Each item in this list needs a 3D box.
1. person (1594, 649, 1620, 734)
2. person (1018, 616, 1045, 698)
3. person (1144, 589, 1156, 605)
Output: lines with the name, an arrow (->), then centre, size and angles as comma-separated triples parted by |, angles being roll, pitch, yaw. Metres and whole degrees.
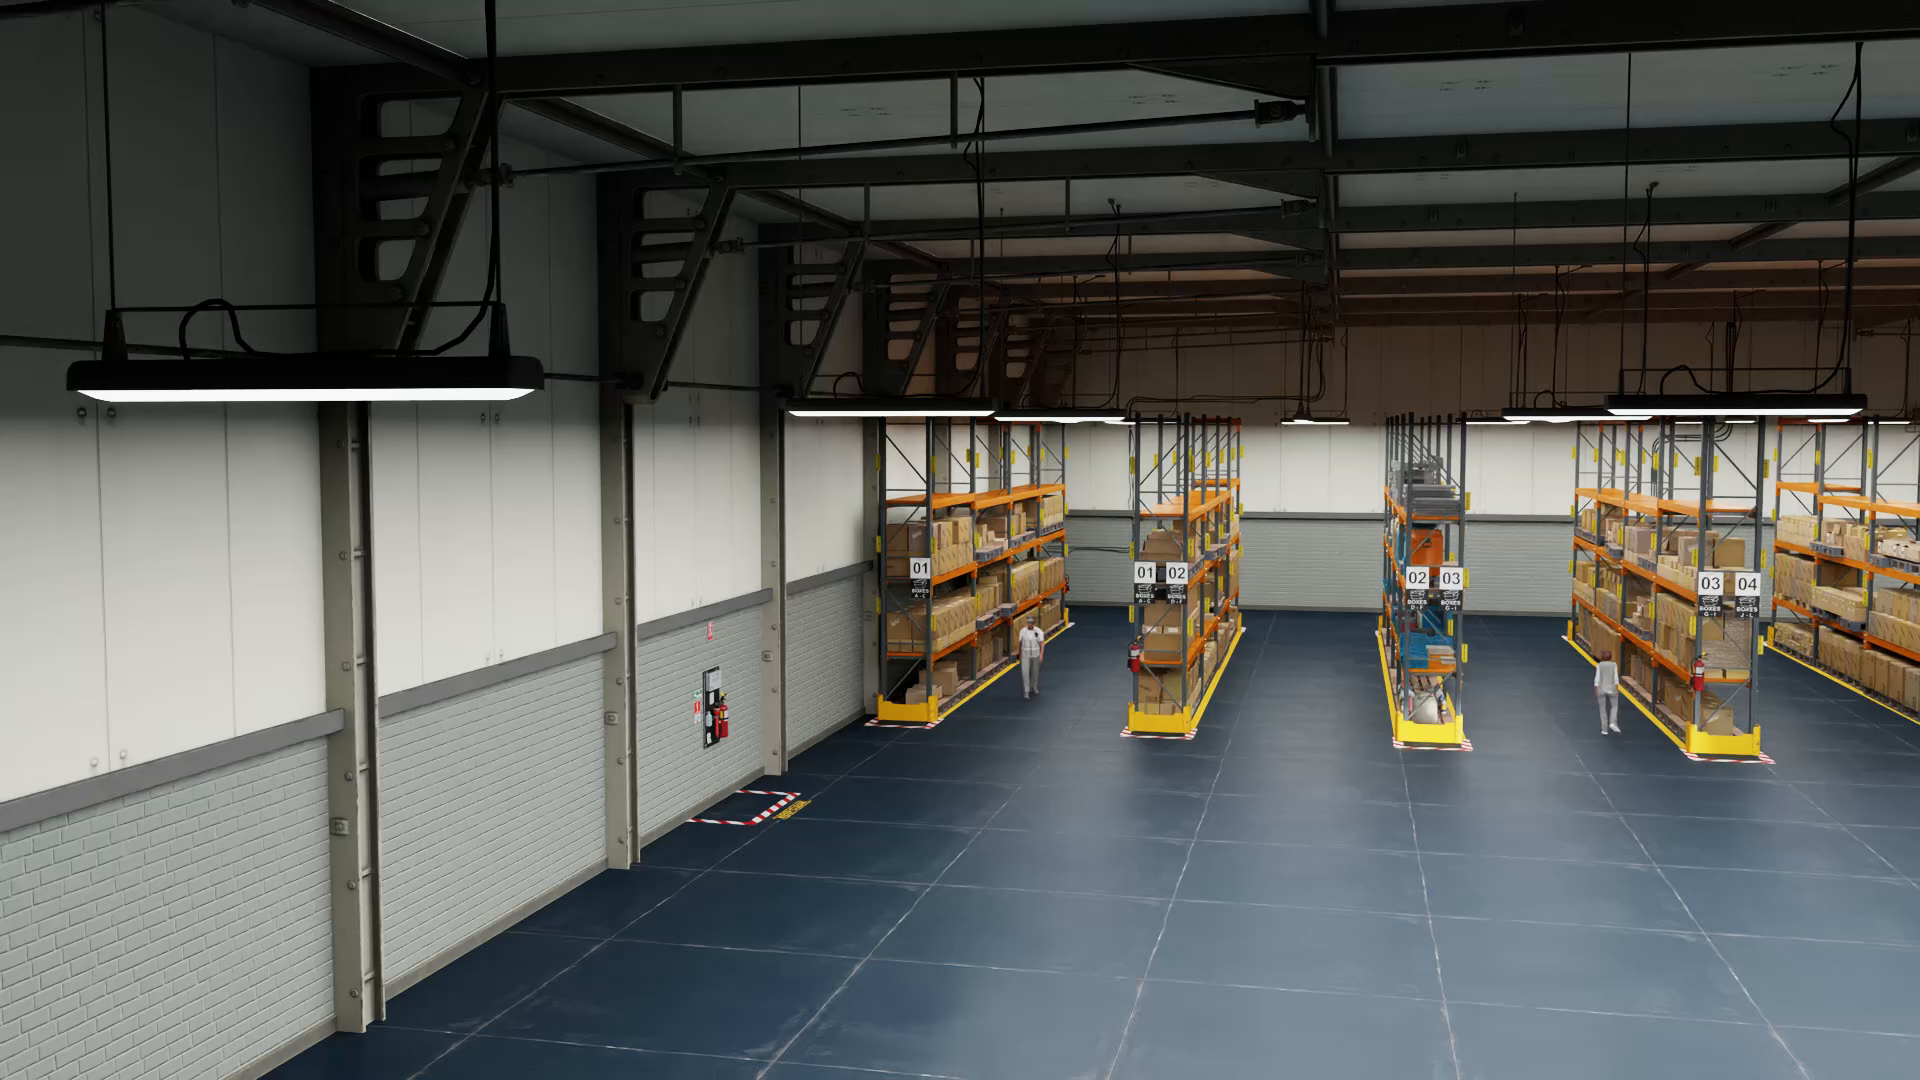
person -> 12.048, 2.834, 30.949 | 0.459, 1.596, 0.462 | 1, 4, 13
person -> 1.518, 2.452, 35.315 | 0.553, 1.704, 1.008 | 0, 4, 2
person -> 5.335, 1.828, 45.867 | 0.644, 1.598, 0.696 | 2, 4, 24
